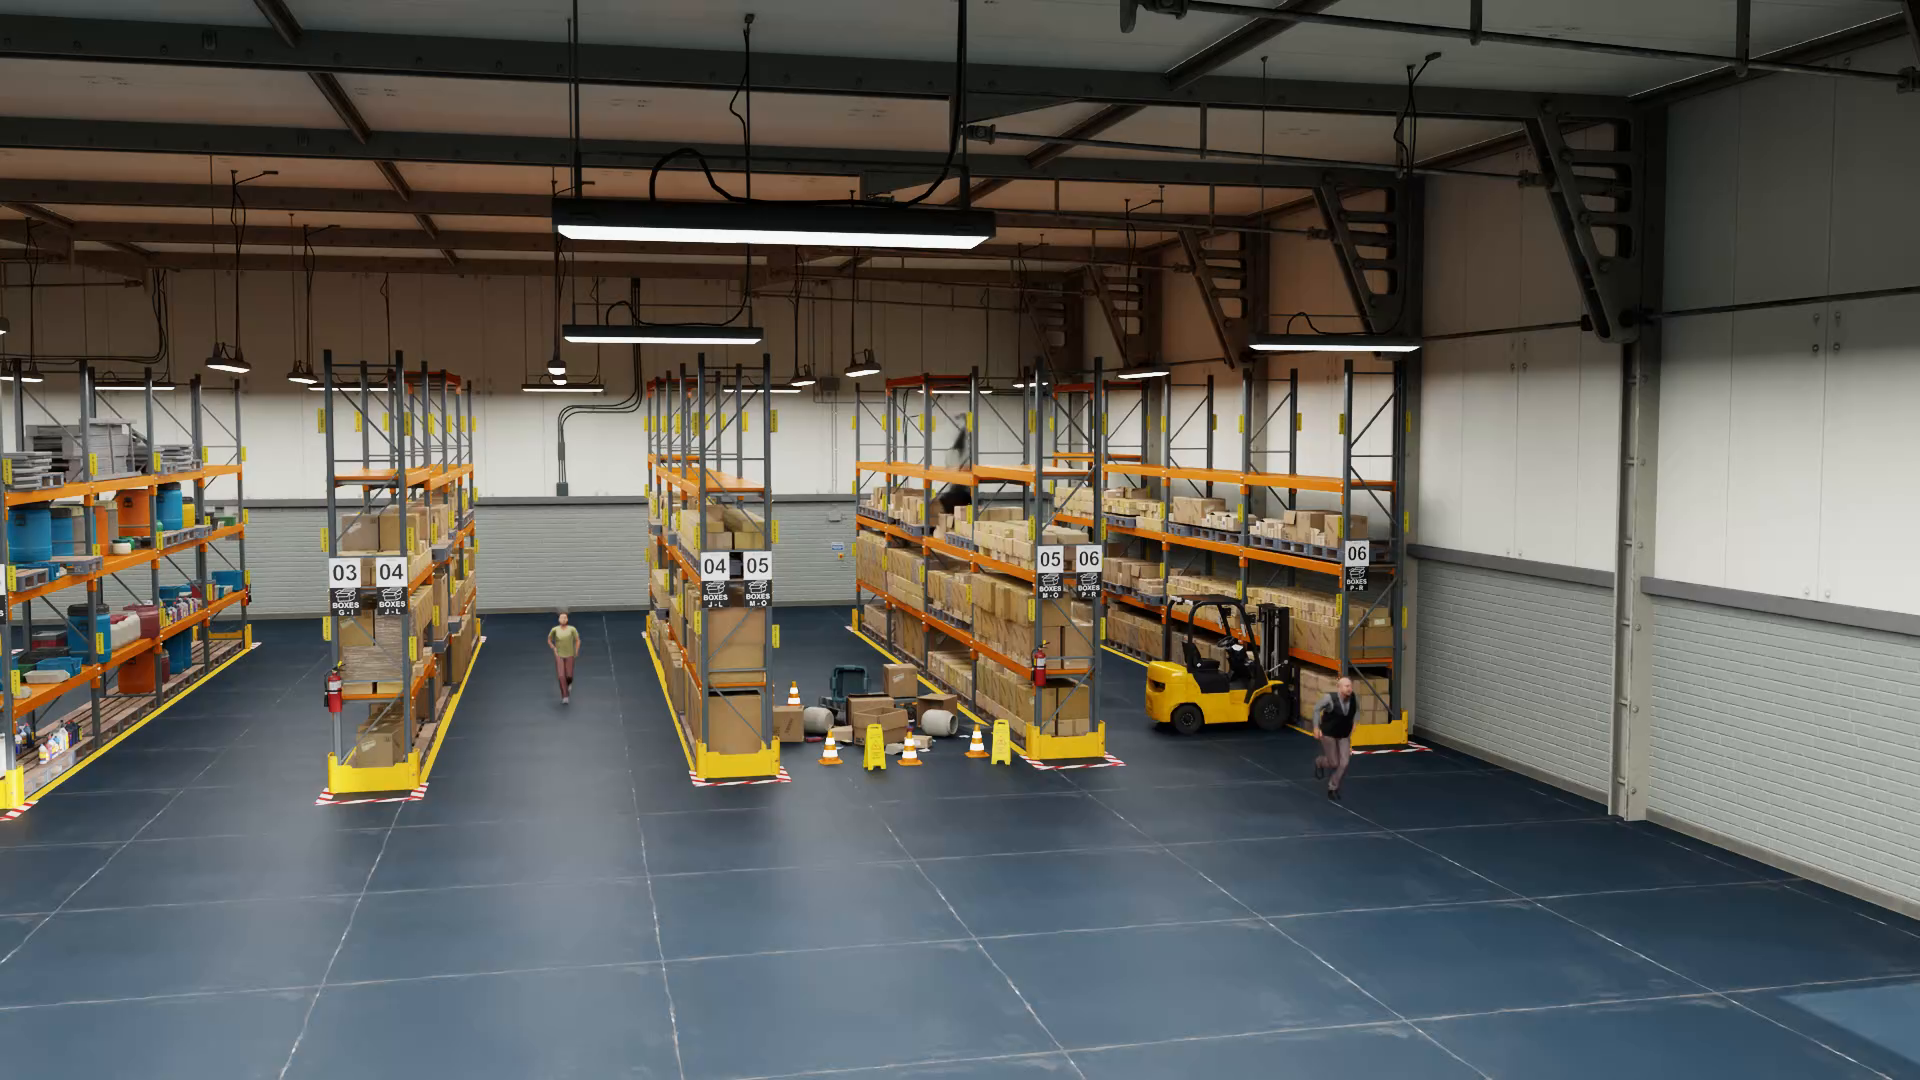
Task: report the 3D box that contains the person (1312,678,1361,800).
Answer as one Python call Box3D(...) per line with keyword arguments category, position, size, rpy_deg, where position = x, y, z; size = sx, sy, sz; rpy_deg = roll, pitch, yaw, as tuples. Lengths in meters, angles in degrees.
Box3D(category="person", position=(5.043, 2.642, 22.381), size=(0.654, 1.660, 0.777), rpy_deg=(-1, 4, -20))

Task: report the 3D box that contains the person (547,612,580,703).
Box3D(category="person", position=(-7.167, 2.105, 30.096), size=(0.581, 1.633, 0.599), rpy_deg=(-1, 4, -14))
